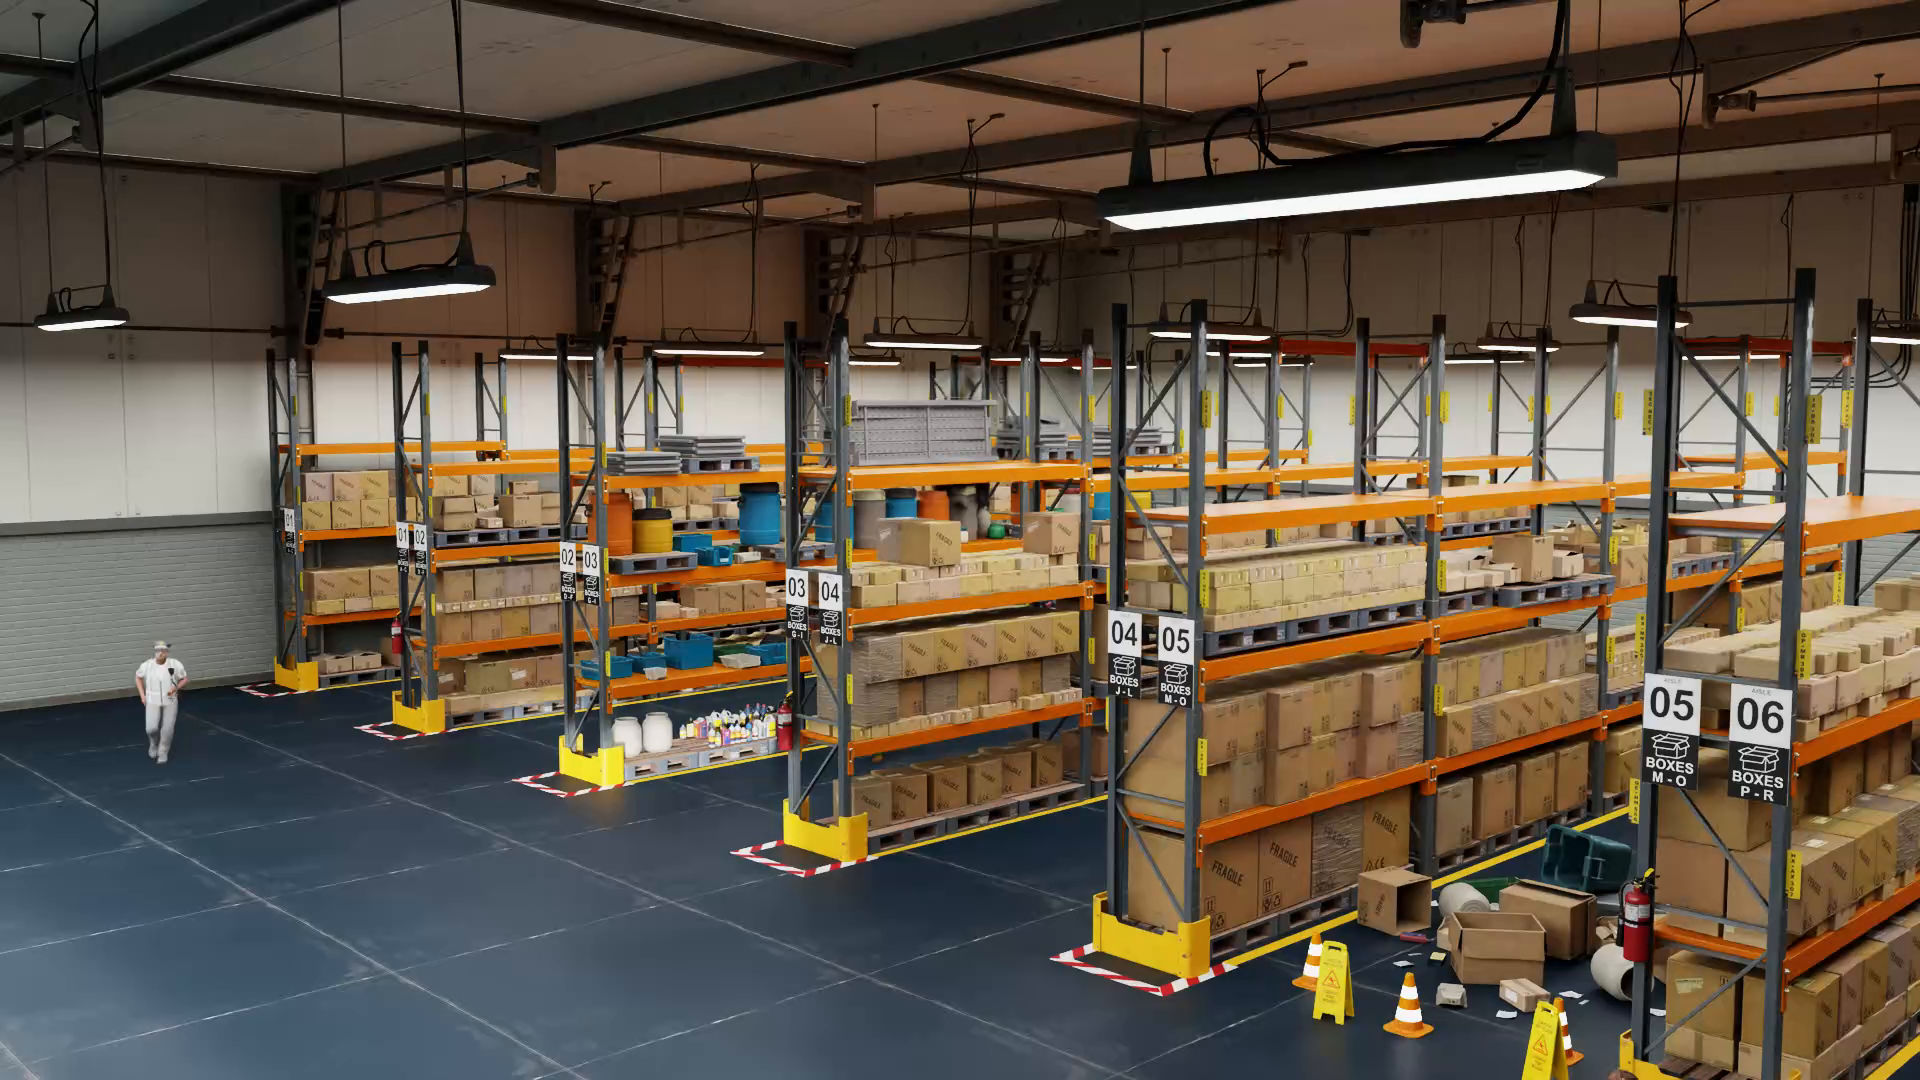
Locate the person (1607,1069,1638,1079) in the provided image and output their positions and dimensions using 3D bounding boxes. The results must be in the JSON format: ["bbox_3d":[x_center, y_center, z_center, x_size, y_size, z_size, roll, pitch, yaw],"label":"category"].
[{"bbox_3d":[3.495,3.571,8.847,0.557,1.611,0.822,2,5,18],"label":"person"}]

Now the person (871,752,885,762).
[{"bbox_3d":[-1.275,2.276,23.356,0.683,1.734,0.618,3,6,31],"label":"person"}]

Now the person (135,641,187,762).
[{"bbox_3d":[-11.221,2.278,23.380,0.665,1.729,0.609,-2,5,-24],"label":"person"}]
